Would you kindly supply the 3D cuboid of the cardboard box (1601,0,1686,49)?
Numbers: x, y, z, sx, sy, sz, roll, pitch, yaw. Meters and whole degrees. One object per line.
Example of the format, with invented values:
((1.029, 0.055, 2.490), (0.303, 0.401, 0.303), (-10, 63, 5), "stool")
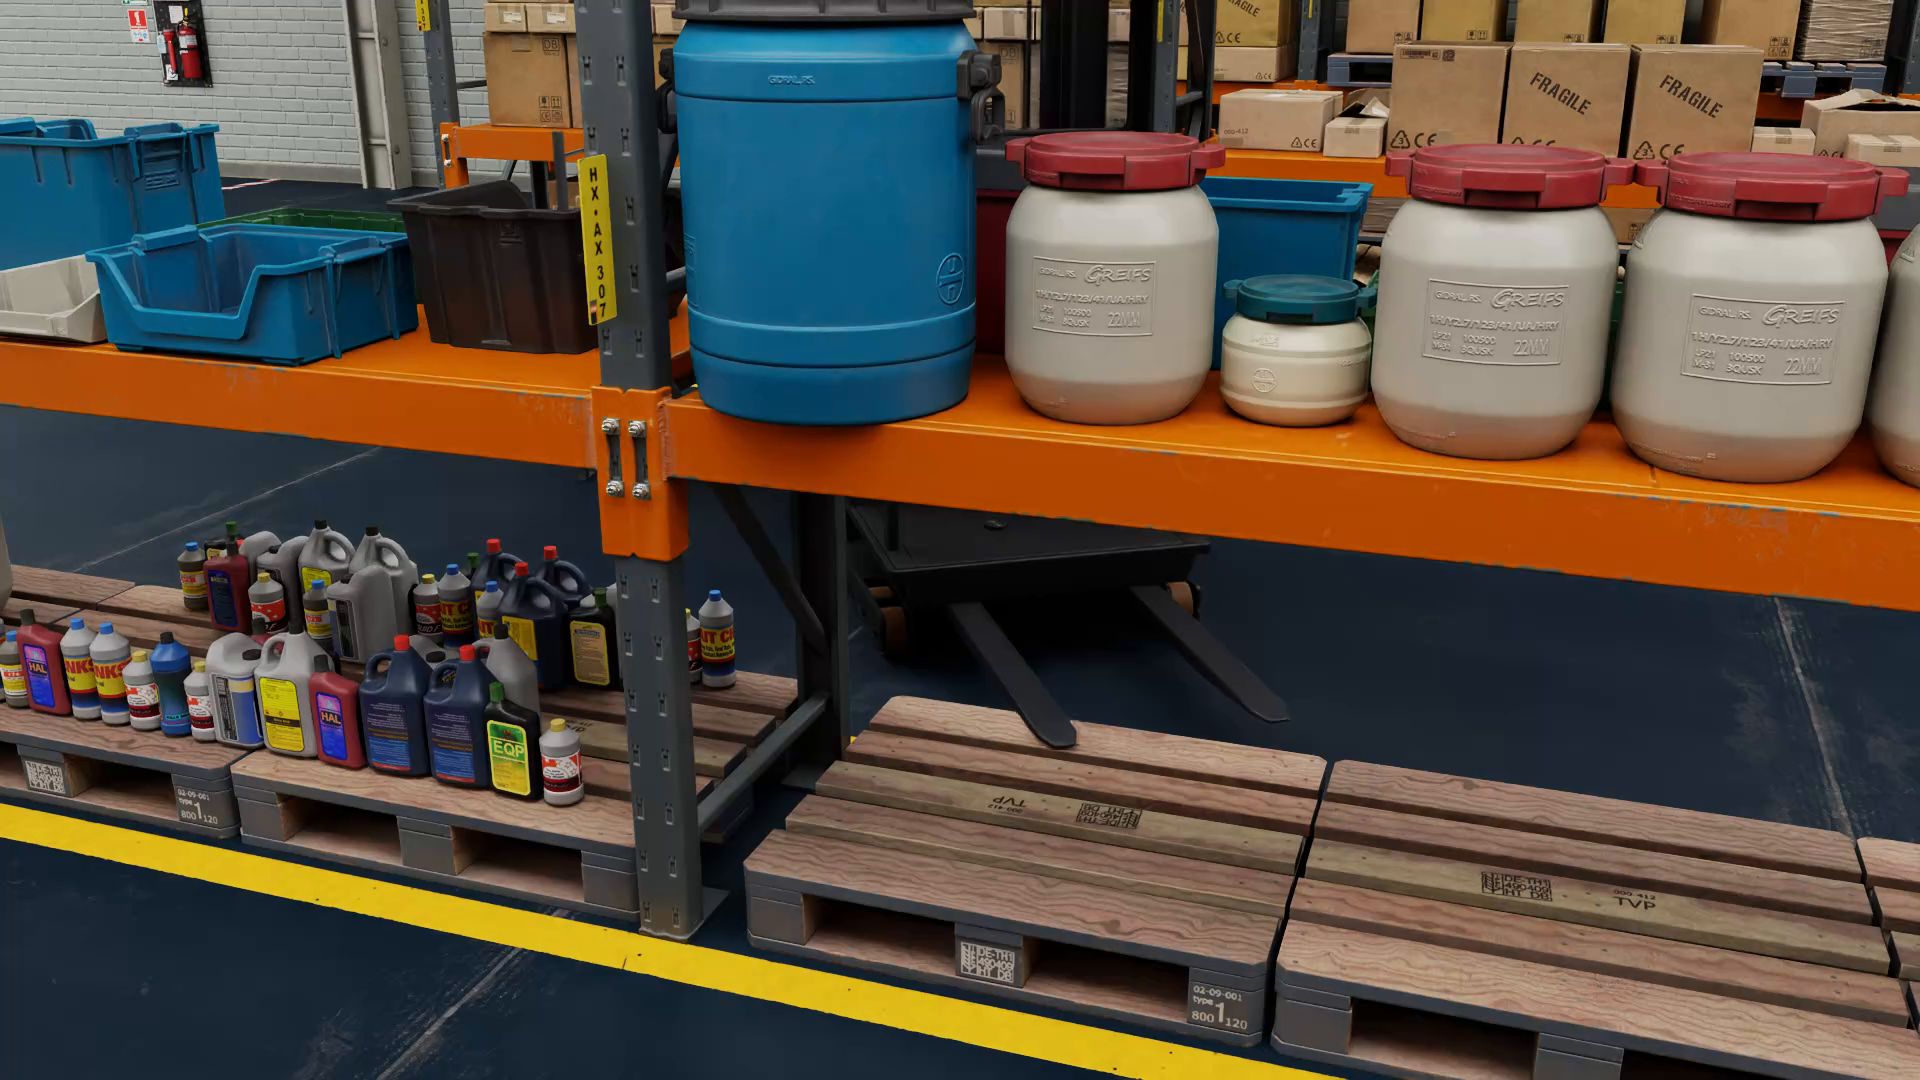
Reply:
((4.868, -3.714, 11.855), (0.500, 0.500, 0.700), (7, 20, 18), "cardboard box")

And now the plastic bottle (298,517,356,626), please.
((-1.912, 0.105, 5.075), (0.185, 0.351, 0.144), (7, 21, 20), "plastic bottle")

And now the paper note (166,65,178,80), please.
((-8.247, -4.893, 17.395), (0.142, 0.148, 0.016), (7, 20, 18), "paper note")

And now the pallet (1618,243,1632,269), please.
((4.613, -2.185, 12.523), (1.213, 0.211, 1.003), (7, 20, 18), "pallet")

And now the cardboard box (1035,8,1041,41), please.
((0.539, -2.519, 8.109), (0.250, 0.149, 0.380), (6, 20, 17), "cardboard box")

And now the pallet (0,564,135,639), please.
((-3.456, 0.332, 5.304), (1.213, 0.211, 1.003), (7, 20, 18), "pallet")

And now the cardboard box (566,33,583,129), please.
((-1.745, -2.545, 9.169), (0.500, 0.500, 0.700), (7, 20, 19), "cardboard box")

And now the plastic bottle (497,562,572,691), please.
((-1.204, 0.236, 4.698), (0.185, 0.351, 0.144), (7, 20, 18), "plastic bottle")

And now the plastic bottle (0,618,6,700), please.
((-2.699, 0.305, 4.620), (0.097, 0.271, 0.097), (0, 19, 0), "plastic bottle")

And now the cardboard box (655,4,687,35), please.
((-1.404, -2.741, 8.744), (0.250, 0.149, 0.380), (6, 20, 16), "cardboard box")

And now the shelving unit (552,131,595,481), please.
((-1.122, -1.025, 7.237), (1.048, 1.500, 0.538), (3, 19, 8), "shelving unit")

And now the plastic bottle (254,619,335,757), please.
((-1.720, 0.372, 4.309), (0.185, 0.351, 0.144), (6, 20, 18), "plastic bottle")

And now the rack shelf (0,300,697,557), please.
((-2.420, -0.512, 4.581), (4.000, 0.370, 1.077), (7, 20, 18), "rack shelf")

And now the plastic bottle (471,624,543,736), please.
((-1.186, 0.382, 4.278), (0.185, 0.351, 0.144), (7, 20, 18), "plastic bottle")

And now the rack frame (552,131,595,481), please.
((-1.624, -1.050, 7.309), (0.032, 1.500, 0.500), (3, 19, 8), "rack frame")

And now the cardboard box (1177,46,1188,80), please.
((1.706, -3.668, 12.740), (0.500, 0.250, 0.500), (7, 20, 18), "cardboard box")

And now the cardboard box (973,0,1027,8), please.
((0.200, -2.936, 8.318), (0.500, 0.500, 0.700), (6, 20, 18), "cardboard box")

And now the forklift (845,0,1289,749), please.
((0.188, -1.142, 5.400), (1.130, 2.935, 3.031), (-5, 20, -14), "forklift")

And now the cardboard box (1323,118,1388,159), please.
((1.869, -1.898, 7.845), (0.250, 0.149, 0.380), (7, 20, 18), "cardboard box")

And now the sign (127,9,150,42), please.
((-8.591, -5.377, 17.391), (0.234, 0.329, 0.001), (7, 20, 18), "sign")

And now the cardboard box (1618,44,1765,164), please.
((3.287, -1.967, 7.510), (0.500, 0.500, 0.500), (5, 20, 15), "cardboard box")

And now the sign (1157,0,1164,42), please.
((0.918, -2.449, 7.609), (0.005, 0.325, 0.100), (7, 20, 18), "sign")

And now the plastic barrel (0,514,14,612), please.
((-3.189, 0.010, 5.132), (0.421, 0.512, 0.421), (0, 19, 0), "plastic barrel")

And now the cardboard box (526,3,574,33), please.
((-2.130, -2.824, 8.984), (0.250, 0.149, 0.380), (6, 20, 17), "cardboard box")

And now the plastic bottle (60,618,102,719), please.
((-2.375, 0.342, 4.513), (0.097, 0.271, 0.097), (0, 19, 0), "plastic bottle")

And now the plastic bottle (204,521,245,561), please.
((-2.314, 0.076, 5.259), (0.133, 0.283, 0.061), (7, 20, 19), "plastic bottle")

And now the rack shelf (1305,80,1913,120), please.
((4.610, -3.160, 12.179), (4.000, 0.370, 1.077), (7, 20, 18), "rack shelf")

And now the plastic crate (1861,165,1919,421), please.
((1.822, -0.504, 3.367), (0.583, 0.464, 0.402), (7, 20, 18), "plastic crate")

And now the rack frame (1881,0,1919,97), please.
((6.499, -3.284, 11.441), (0.127, 3.000, 1.000), (7, 20, 18), "rack frame")

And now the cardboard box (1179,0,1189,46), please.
((1.699, -4.016, 12.598), (0.500, 0.500, 0.500), (6, 20, 18), "cardboard box")

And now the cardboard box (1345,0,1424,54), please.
((3.190, -3.906, 12.403), (0.500, 0.500, 0.700), (7, 20, 18), "cardboard box")

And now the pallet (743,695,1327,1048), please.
((0.224, 0.754, 4.093), (1.213, 0.211, 1.003), (7, 20, 18), "pallet")

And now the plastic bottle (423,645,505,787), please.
((-1.233, 0.427, 4.149), (0.185, 0.351, 0.144), (6, 20, 17), "plastic bottle")

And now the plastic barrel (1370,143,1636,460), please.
((0.994, -0.449, 3.101), (0.433, 0.535, 0.433), (0, 19, 0), "plastic barrel")

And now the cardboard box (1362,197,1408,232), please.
((3.421, -2.669, 12.806), (0.500, 0.500, 0.700), (7, 20, 20), "cardboard box")

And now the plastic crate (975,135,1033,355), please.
((0.027, -0.709, 3.956), (0.583, 0.464, 0.402), (7, 20, 18), "plastic crate")

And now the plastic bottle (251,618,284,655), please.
((-1.838, 0.352, 4.469), (0.133, 0.283, 0.061), (7, 20, 18), "plastic bottle")

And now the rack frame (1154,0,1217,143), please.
((1.099, -2.176, 8.260), (0.127, 3.000, 1.000), (7, 20, 18), "rack frame")

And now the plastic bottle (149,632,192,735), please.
((-2.089, 0.375, 4.420), (0.097, 0.271, 0.097), (0, 19, 0), "plastic bottle")

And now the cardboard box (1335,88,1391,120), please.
((1.989, -2.074, 8.174), (0.258, 0.266, 0.396), (6, 20, 17), "cardboard box")

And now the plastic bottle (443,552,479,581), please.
((-1.477, 0.172, 4.985), (0.133, 0.283, 0.061), (7, 21, 20), "plastic bottle")

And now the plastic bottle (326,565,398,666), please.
((-1.761, 0.209, 4.890), (0.135, 0.276, 0.152), (7, 20, 18), "plastic bottle")

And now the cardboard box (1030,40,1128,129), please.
((0.677, -2.269, 8.376), (0.500, 0.500, 0.700), (6, 20, 17), "cardboard box")

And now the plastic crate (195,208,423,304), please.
((-1.720, -0.770, 4.551), (0.662, 0.188, 0.450), (7, 20, 18), "plastic crate")

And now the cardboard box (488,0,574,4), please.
((-2.193, -3.207, 9.097), (0.500, 0.500, 0.700), (7, 20, 18), "cardboard box")

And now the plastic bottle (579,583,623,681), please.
((-1.002, 0.245, 4.785), (0.135, 0.276, 0.152), (7, 21, 20), "plastic bottle")

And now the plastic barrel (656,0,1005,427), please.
((-0.265, -0.737, 3.371), (0.708, 0.901, 0.600), (7, 20, 18), "plastic barrel")

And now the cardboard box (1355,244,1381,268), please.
((2.069, -1.331, 8.526), (0.500, 0.311, 0.500), (7, 20, 20), "cardboard box")

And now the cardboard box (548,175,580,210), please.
((-2.076, -1.896, 9.859), (0.500, 0.500, 0.500), (7, 20, 18), "cardboard box")
